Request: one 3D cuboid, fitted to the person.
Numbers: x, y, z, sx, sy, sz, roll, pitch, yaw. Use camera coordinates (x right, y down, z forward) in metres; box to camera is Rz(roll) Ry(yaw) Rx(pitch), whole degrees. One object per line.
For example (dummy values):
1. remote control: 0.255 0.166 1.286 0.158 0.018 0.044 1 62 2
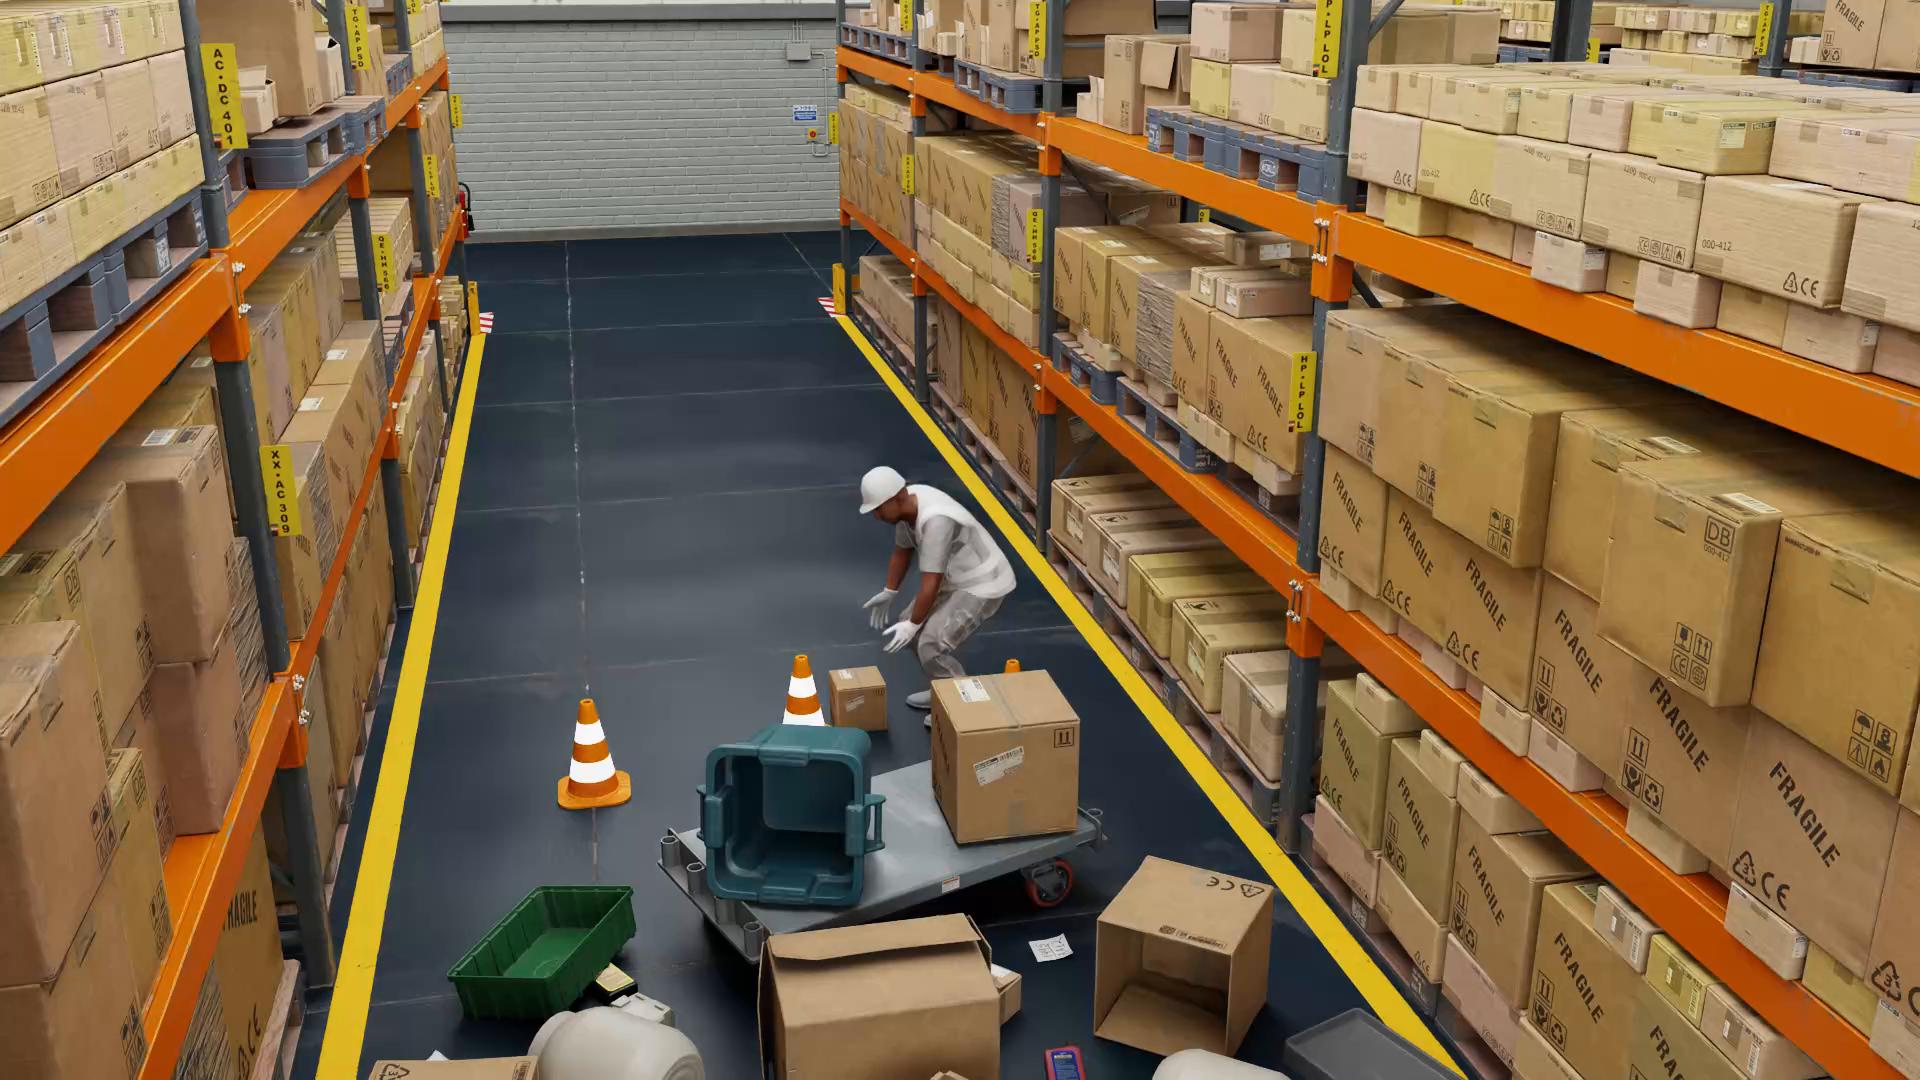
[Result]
1. person: -0.110 0.272 8.378 0.789 1.380 0.613 -5 20 -14
